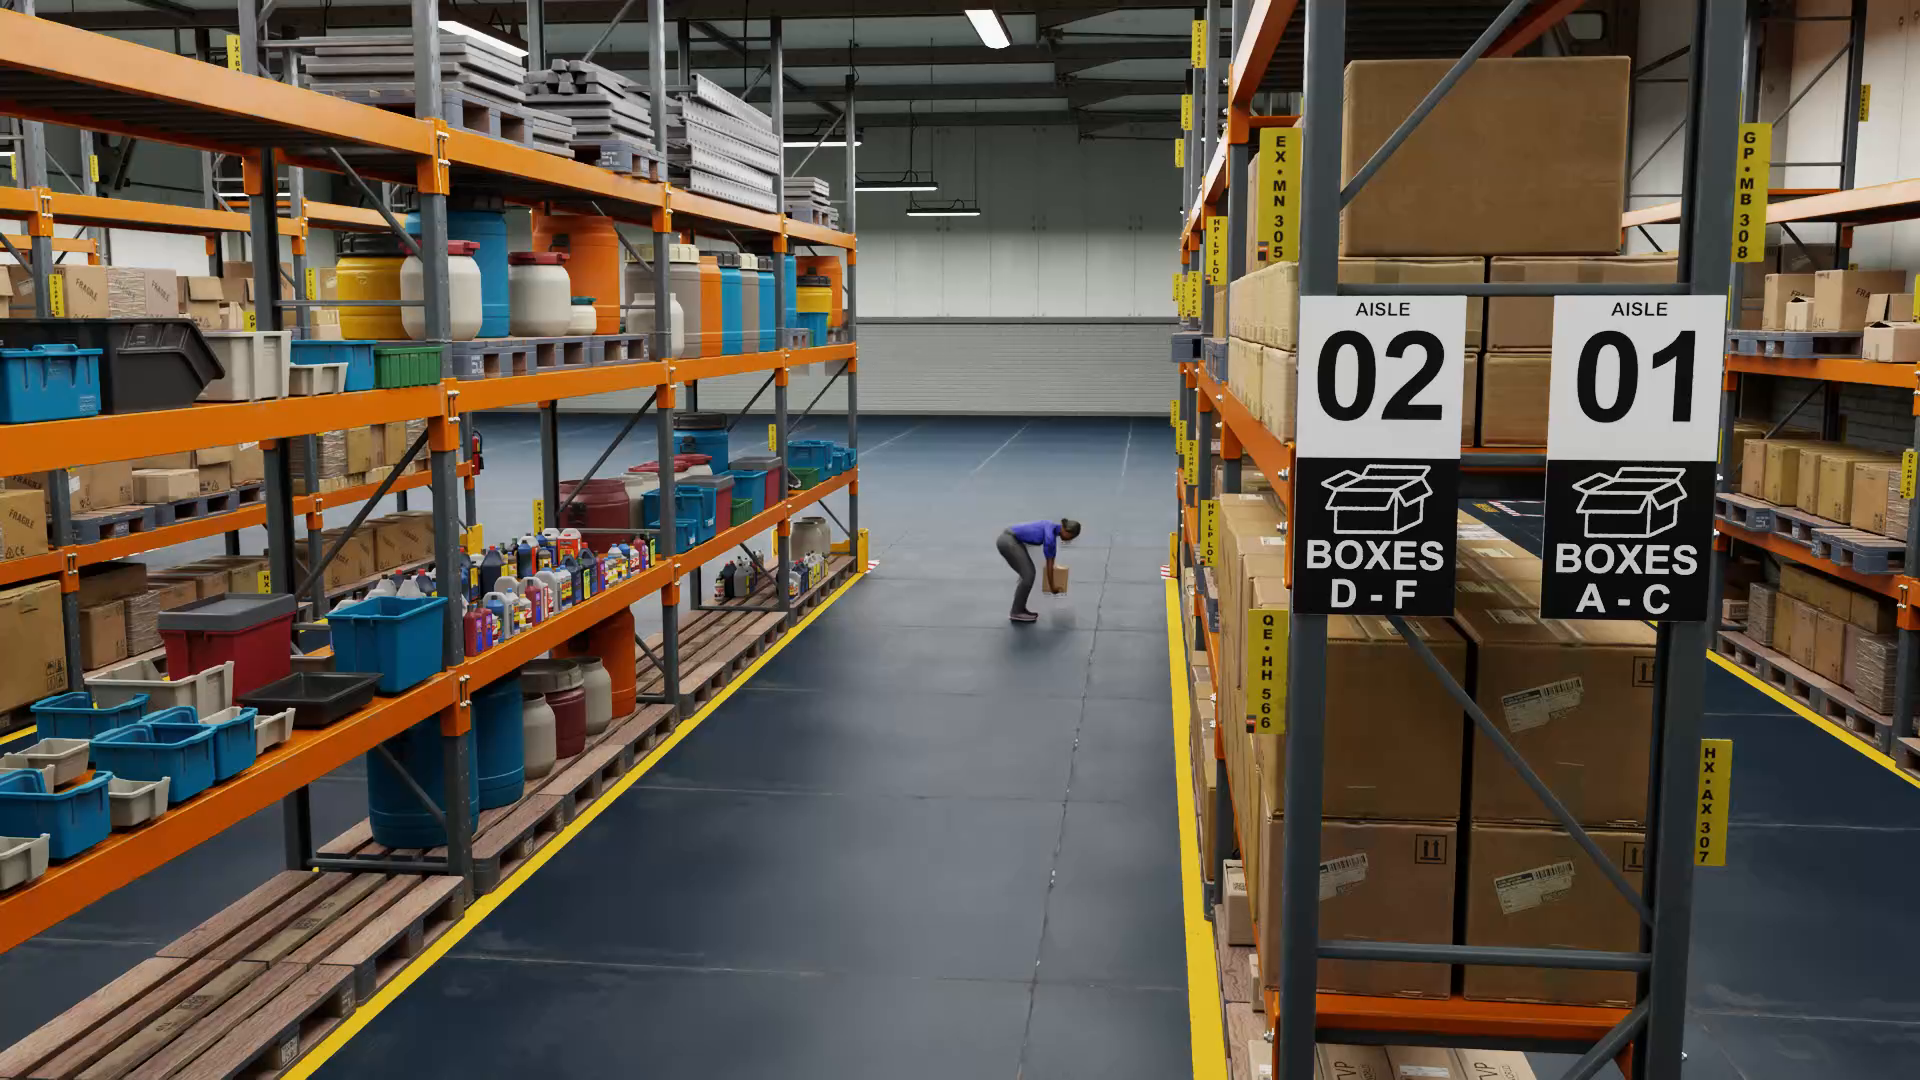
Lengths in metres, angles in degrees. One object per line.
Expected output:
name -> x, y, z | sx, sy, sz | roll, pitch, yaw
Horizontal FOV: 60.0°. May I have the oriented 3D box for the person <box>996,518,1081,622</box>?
person -> 0.818, 0.307, 17.308 | 0.872, 1.058, 0.409 | 1, 8, 4
